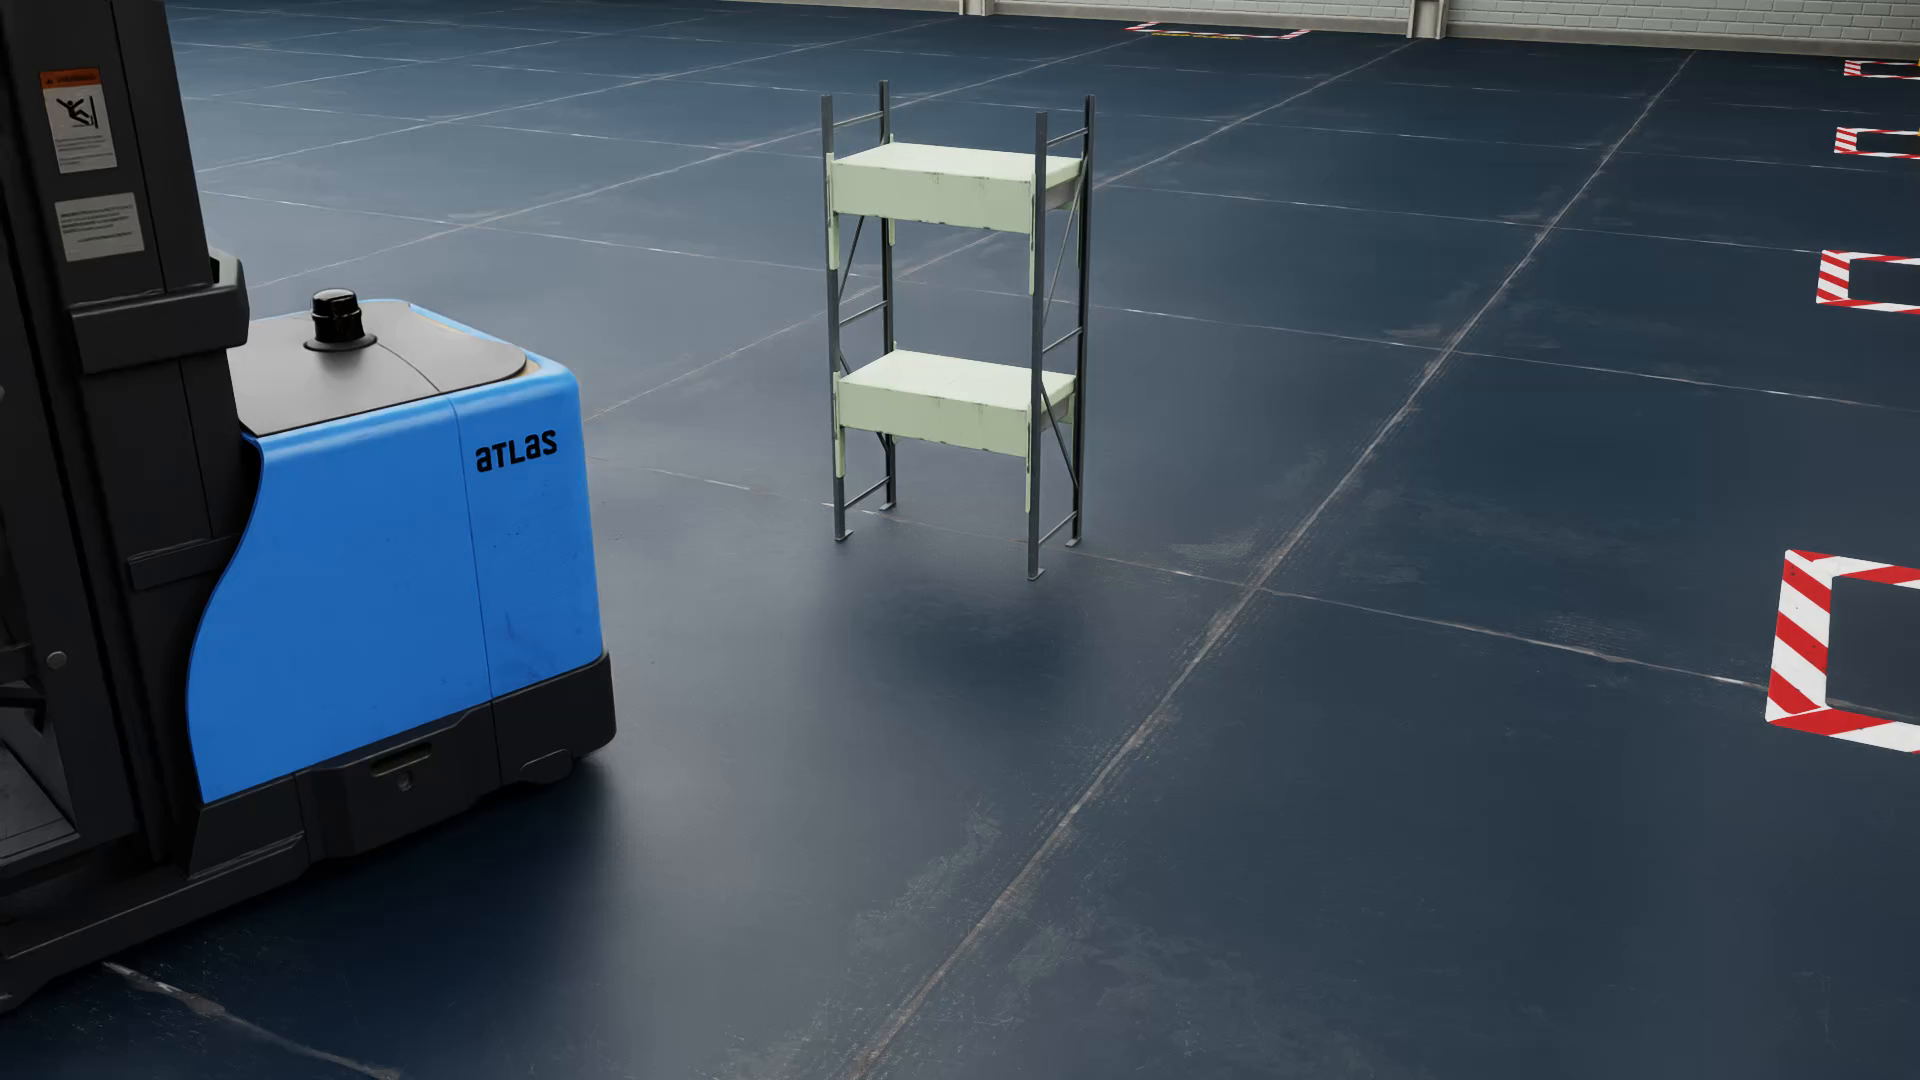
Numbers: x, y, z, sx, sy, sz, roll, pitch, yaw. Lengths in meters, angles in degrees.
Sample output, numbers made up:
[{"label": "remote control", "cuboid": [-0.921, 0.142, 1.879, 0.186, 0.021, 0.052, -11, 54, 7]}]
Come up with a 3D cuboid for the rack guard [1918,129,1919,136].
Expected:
[{"label": "rack guard", "cuboid": [7.671, -3.294, 12.856, 0.348, 0.500, 1.175, 11, 25, 25]}]

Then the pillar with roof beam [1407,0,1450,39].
[{"label": "pillar with roof beam", "cuboid": [3.643, -8.666, 14.628, 0.400, 9.000, 9.100, 11, 25, 25]}]

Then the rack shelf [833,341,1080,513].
[{"label": "rack shelf", "cuboid": [-0.006, -0.391, 5.587, 0.720, 0.370, 0.431, 11, 25, 25]}]

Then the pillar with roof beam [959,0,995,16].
[{"label": "pillar with roof beam", "cuboid": [-1.712, -9.725, 17.119, 0.400, 9.000, 9.100, 11, 25, 25]}]

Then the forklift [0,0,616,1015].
[{"label": "forklift", "cuboid": [-2.320, -0.512, 3.208, 3.031, 2.935, 1.130, -20, 30, -39]}]

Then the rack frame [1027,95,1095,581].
[{"label": "rack frame", "cuboid": [0.321, -0.627, 5.307, 0.023, 1.500, 0.400, 11, 25, 25]}]

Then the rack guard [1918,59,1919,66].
[{"label": "rack guard", "cuboid": [9.992, -5.007, 16.884, 0.348, 0.500, 1.175, 11, 25, 25]}]

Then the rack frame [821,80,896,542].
[{"label": "rack frame", "cuboid": [-0.333, -0.756, 5.611, 0.023, 1.500, 0.400, 11, 25, 25]}]

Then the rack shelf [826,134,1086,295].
[{"label": "rack shelf", "cuboid": [-0.006, -1.050, 5.307, 0.720, 0.370, 0.431, 11, 25, 25]}]

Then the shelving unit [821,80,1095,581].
[{"label": "shelving unit", "cuboid": [-0.006, -0.691, 5.459, 0.755, 1.500, 0.431, 11, 25, 25]}]
